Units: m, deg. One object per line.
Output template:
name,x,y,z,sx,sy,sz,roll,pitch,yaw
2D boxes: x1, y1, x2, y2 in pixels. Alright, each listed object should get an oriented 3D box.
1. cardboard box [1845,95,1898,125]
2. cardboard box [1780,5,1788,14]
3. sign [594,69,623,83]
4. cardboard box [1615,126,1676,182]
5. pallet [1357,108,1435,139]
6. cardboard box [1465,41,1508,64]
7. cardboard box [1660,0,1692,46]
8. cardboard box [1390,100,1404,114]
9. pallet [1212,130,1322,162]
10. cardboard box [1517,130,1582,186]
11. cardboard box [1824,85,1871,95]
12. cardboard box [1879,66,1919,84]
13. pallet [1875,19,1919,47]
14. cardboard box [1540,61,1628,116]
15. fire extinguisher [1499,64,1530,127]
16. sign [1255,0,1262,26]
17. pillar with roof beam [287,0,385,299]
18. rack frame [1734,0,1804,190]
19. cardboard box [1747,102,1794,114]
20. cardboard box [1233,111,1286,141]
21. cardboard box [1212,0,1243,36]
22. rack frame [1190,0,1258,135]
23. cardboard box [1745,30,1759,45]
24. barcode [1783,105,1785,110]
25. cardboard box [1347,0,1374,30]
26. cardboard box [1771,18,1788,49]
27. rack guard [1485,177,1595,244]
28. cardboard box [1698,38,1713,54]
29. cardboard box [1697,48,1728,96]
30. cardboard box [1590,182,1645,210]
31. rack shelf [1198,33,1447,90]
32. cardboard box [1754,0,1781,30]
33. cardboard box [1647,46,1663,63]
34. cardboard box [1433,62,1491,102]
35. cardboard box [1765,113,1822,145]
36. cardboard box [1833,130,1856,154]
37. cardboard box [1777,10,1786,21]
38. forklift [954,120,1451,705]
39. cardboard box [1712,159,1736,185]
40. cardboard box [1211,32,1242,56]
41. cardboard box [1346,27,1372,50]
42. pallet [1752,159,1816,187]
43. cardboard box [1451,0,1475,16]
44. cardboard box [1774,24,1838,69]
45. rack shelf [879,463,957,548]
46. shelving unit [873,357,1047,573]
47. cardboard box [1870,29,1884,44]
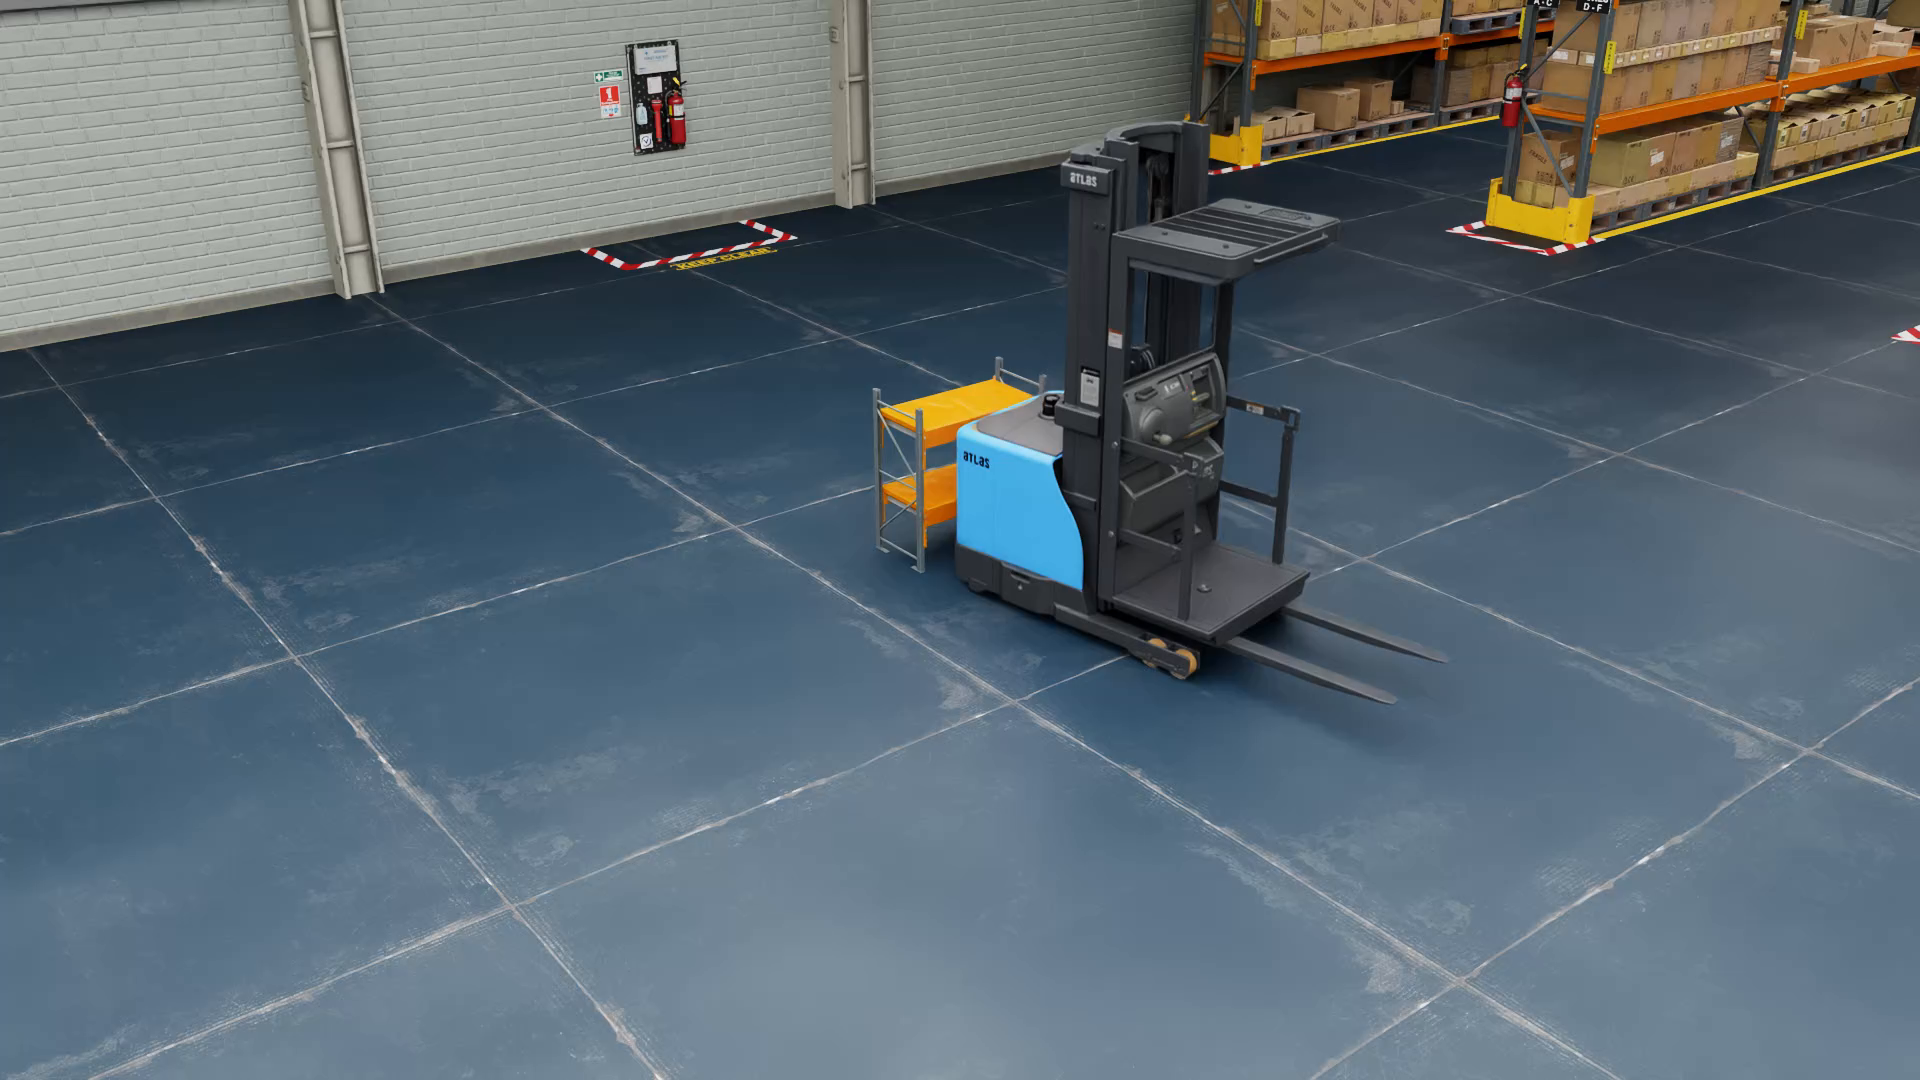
cardboard box,12.136,-5.761,22.201,0.500,0.311,0.500,-19,31,-35
cardboard box,14.728,-9.608,30.089,0.250,0.149,0.380,-18,30,-33
sign,-3.716,-4.906,17.585,0.331,0.109,0.001,-18,31,-34
cardboard box,7.843,-4.454,19.159,0.500,0.500,0.500,-18,31,-34
pallet,6.087,-6.068,24.074,1.213,0.211,1.003,-18,31,-34
cardboard box,7.914,-7.373,25.130,0.500,0.250,0.500,-19,31,-35
cardboard box,7.729,-5.874,18.684,0.500,0.500,0.700,-18,30,-34
cardboard box,6.191,-6.284,24.071,0.380,0.166,0.250,22,33,39
pallet,4.167,-5.434,22.708,1.213,0.211,1.003,-18,31,-34
cardboard box,6.744,-4.361,18.960,0.500,0.500,0.500,-18,31,-34
cardboard box,12.208,-6.077,22.882,0.500,0.311,0.500,-17,30,-32
cardboard box,13.434,-6.661,23.594,0.500,0.250,0.500,-17,30,-32
pallet,13.291,-7.030,23.063,1.003,0.211,1.213,-18,31,-34
cardboard box,6.881,-5.002,18.346,0.500,0.500,0.700,-18,31,-34
fire extinguisher,6.126,-4.928,18.397,0.183,0.674,0.296,-18,31,-34
sign,3.781,-6.693,21.080,0.005,0.325,0.100,-18,31,-34
pillar with roof beam,-3.323,-5.126,11.606,0.400,9.000,9.100,-18,31,-34
rack frame,9.653,-5.879,20.354,0.127,3.000,1.000,-18,31,-34
cardboard box,10.595,-5.543,21.731,0.500,0.311,0.500,-18,31,-34
cardboard box,4.046,-5.610,22.445,0.500,0.311,0.500,-23,33,-40
cardboard box,3.686,-6.954,21.934,0.500,0.500,0.500,-19,31,-35
rack frame,3.446,-6.480,21.649,0.127,3.000,1.000,-18,31,-34
cardboard box,9.171,-5.944,19.606,0.250,0.149,0.380,-19,31,-35
barcode,10.111,-5.308,20.431,0.075,0.075,0.001,-18,31,-34
cardboard box,5.212,-7.181,22.423,0.500,0.500,0.500,-17,30,-32
cardboard box,14.344,-9.076,29.713,0.500,0.500,0.700,-17,30,-33
rack guard,6.487,-3.700,18.628,0.348,0.500,1.175,-18,31,-34
cardboard box,8.364,-5.678,19.031,0.250,0.149,0.380,-17,30,-32
cardboard box,8.500,-5.539,19.502,0.500,0.500,0.700,-18,30,-33
cardboard box,7.456,-3.980,19.030,0.500,0.250,0.500,-18,31,-34
rack shelf,5.020,-6.673,22.920,4.000,0.370,1.077,-18,31,-34
cardboard box,9.308,-6.395,19.807,0.500,0.500,0.700,-18,30,-34
cardboard box,7.551,-5.409,18.452,0.250,0.149,0.380,-19,31,-35
cardboard box,7.538,-6.932,25.070,0.500,0.500,0.700,-19,31,-35
cardboard box,10.530,-5.230,21.056,0.500,0.311,0.500,-19,31,-35
cardboard box,11.334,-5.244,21.755,0.500,0.250,0.500,-18,30,-33
cardboard box,14.334,-9.272,29.366,0.250,0.149,0.380,-19,31,-35
forklift,1.398,-0.784,9.458,3.031,2.935,1.130,21,32,37
cardboard box,9.024,-4.503,20.156,0.500,0.250,0.500,-18,31,-34
cardboard box,3.694,-6.607,22.076,0.500,0.250,0.500,-18,30,-33
cardboard box,5.230,-6.843,22.586,0.500,0.250,0.500,-18,30,-34
pallet,10.209,-4.818,21.381,1.213,0.211,1.003,-18,31,-34
cardboard box,7.015,-7.885,24.035,0.500,0.500,0.700,-18,30,-34
cardboard box,10.682,-6.255,21.046,0.500,0.500,0.500,-16,29,-30
rack shelf,0.005,-0.290,11.120,1.000,0.278,0.538,-18,31,-34
shelving unit,0.005,-0.512,11.017,1.048,1.125,0.538,-18,31,-34
cardboard box,11.978,-6.709,22.249,0.500,0.311,0.500,-19,31,-35
